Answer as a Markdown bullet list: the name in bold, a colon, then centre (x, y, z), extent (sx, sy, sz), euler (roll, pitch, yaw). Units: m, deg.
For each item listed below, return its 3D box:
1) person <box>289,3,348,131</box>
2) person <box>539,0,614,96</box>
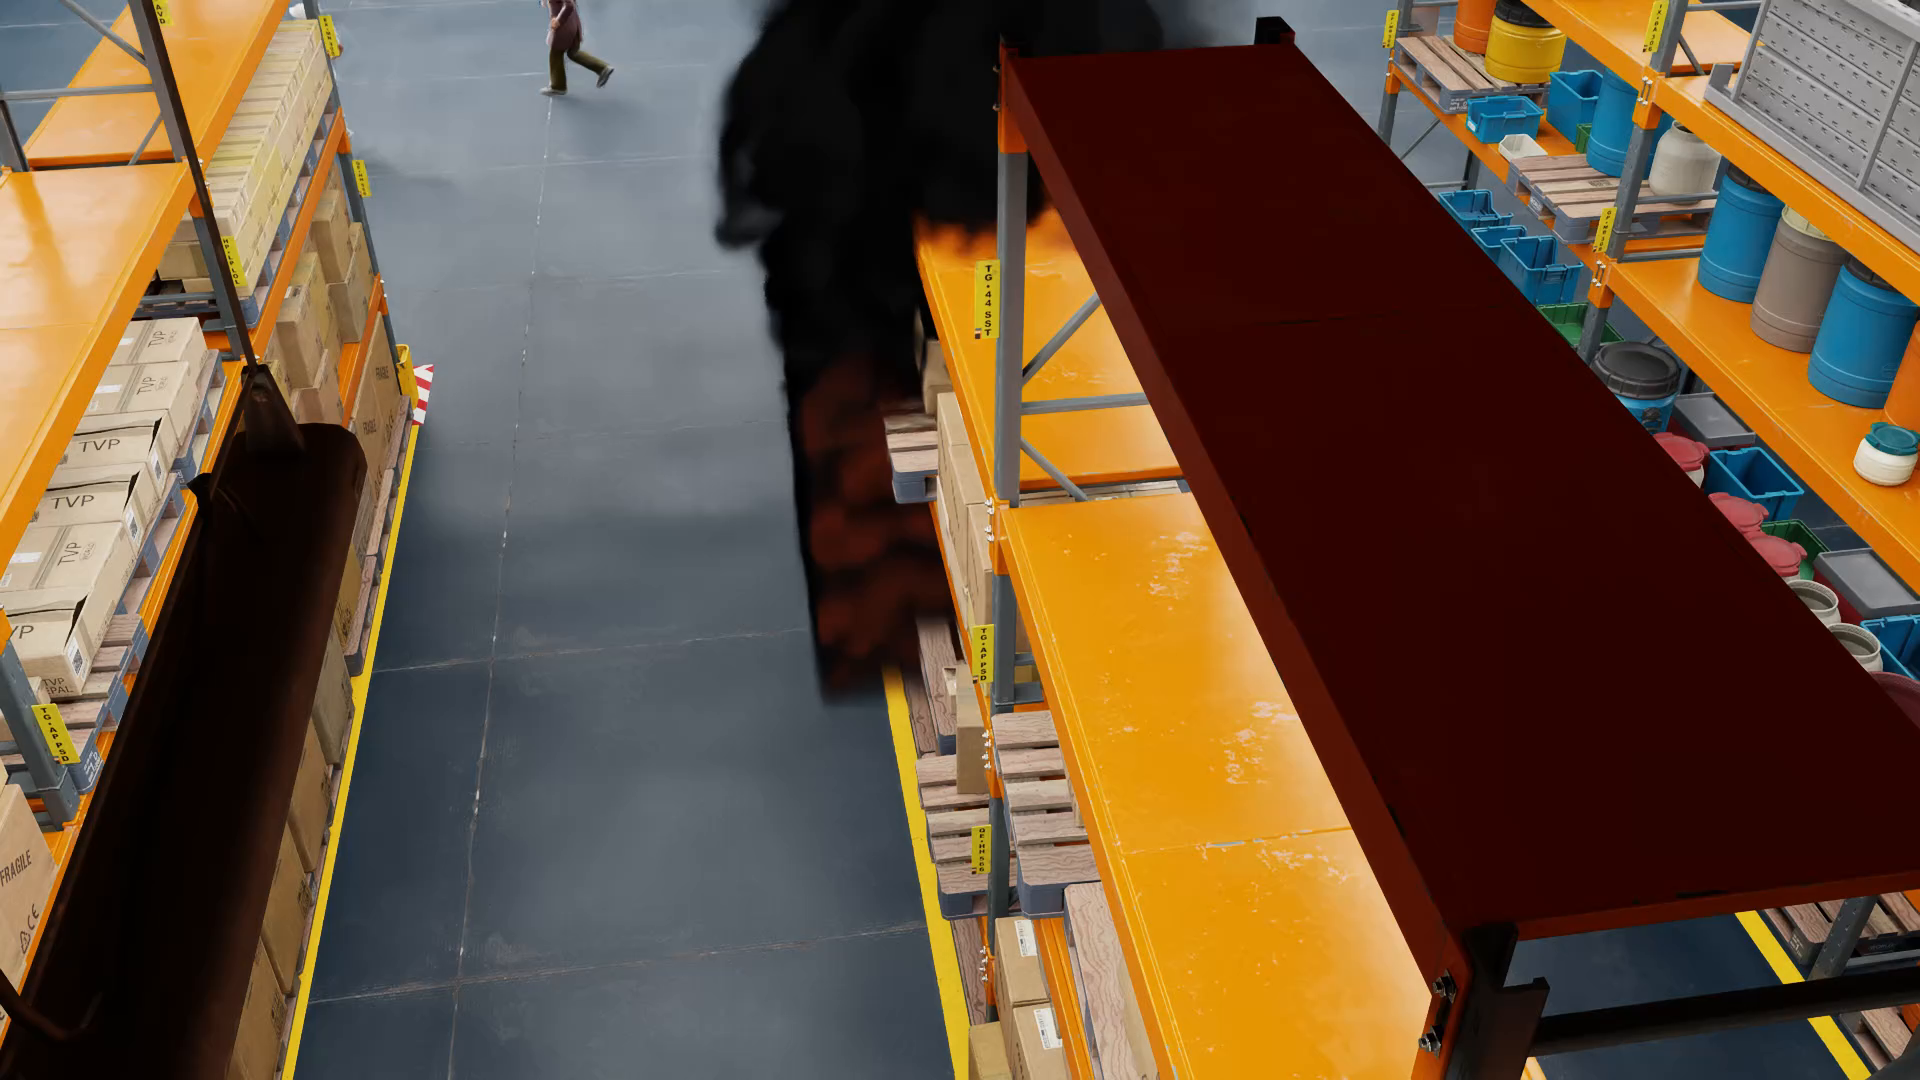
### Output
- **person**: centre (-7.444, -5.346, 19.262), extent (0.804, 1.747, 0.694), euler (18, 40, 23)
- **person**: centre (-4.853, -6.362, 20.622), extent (1.011, 1.771, 0.711), euler (7, 37, 9)
